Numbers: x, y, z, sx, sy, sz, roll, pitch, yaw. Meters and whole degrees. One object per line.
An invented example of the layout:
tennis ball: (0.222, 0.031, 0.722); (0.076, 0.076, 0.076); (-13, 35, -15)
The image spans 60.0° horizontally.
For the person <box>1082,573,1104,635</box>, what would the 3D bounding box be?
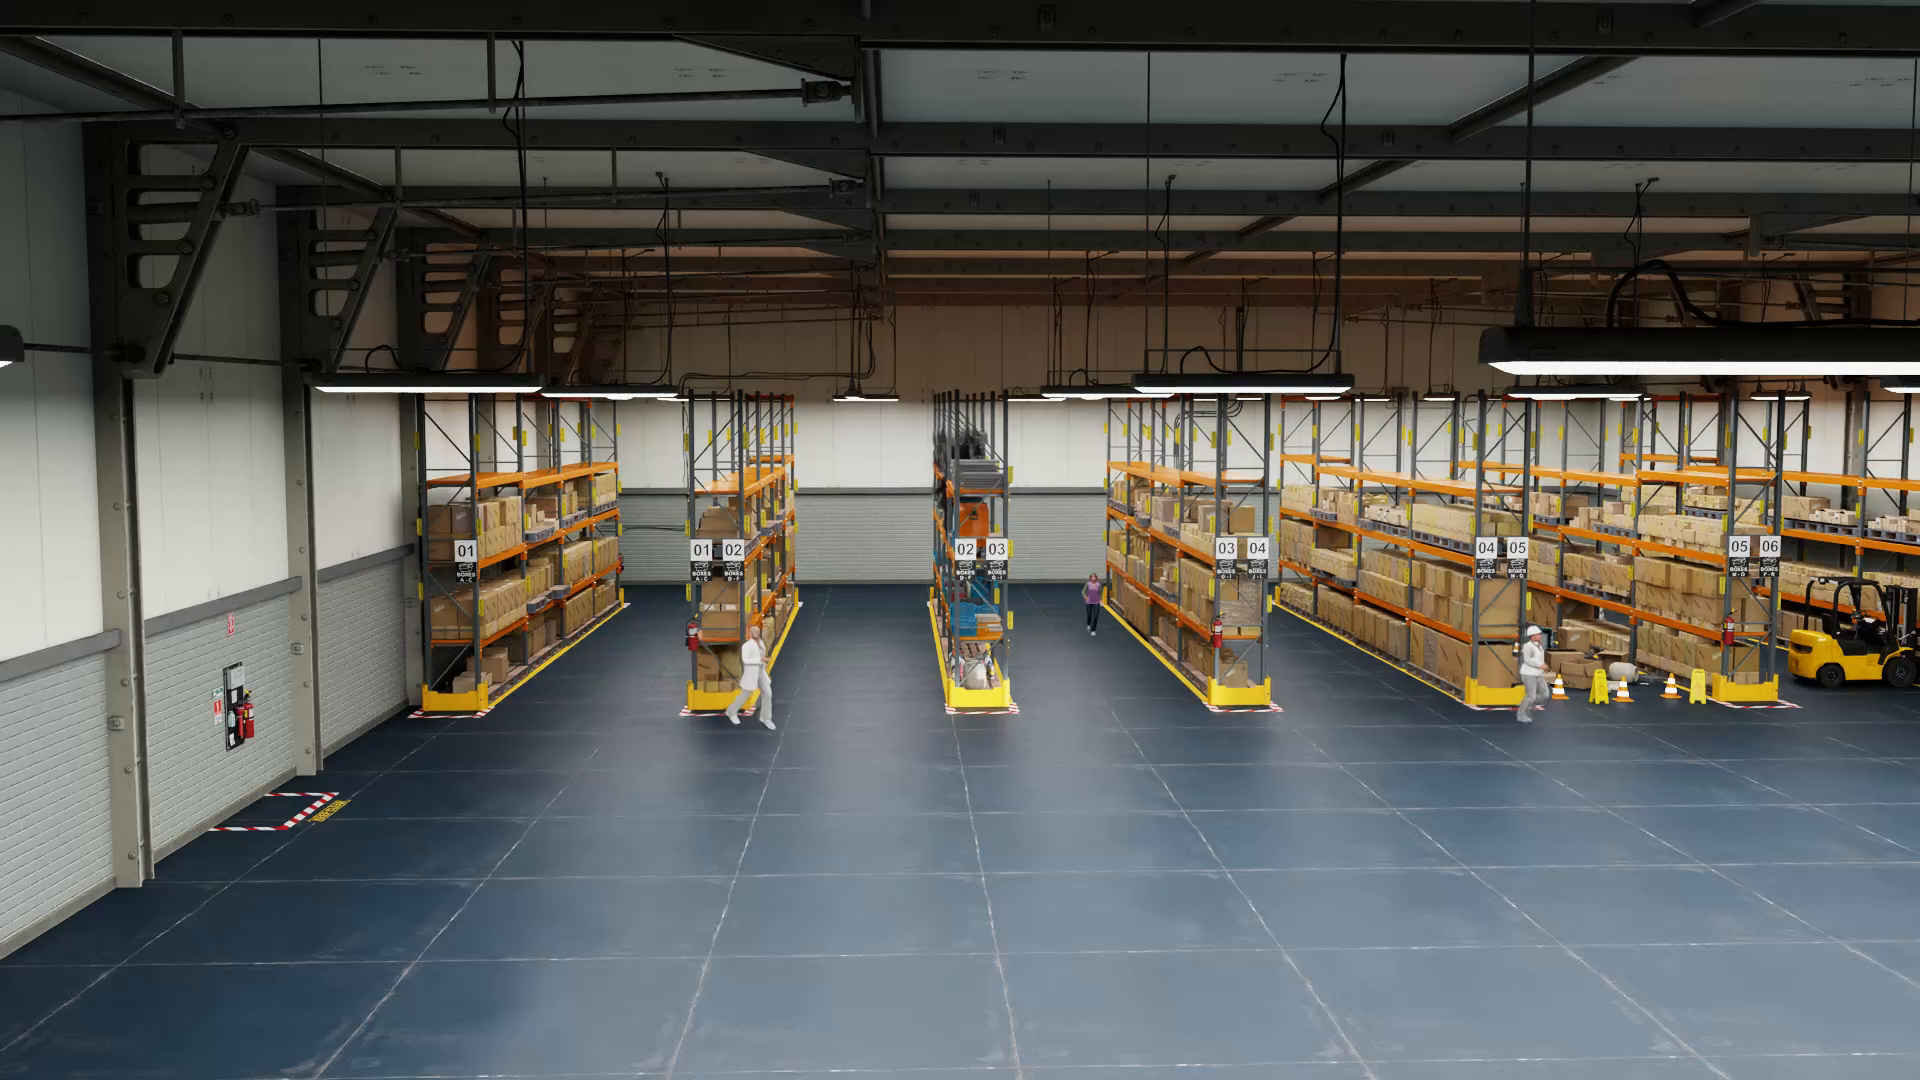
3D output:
person: (3.294, 1.588, 41.148); (0.532, 1.554, 0.546); (0, 5, -1)

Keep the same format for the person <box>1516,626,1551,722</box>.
person: (10.356, 2.411, 29.907); (0.628, 1.739, 0.683); (4, 6, 43)

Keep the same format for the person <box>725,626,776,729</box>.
person: (-3.701, 2.428, 29.544); (0.993, 1.832, 0.731); (3, 6, 34)

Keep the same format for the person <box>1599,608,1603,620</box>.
person: (16.257, 1.372, 42.417); (0.654, 1.781, 0.698); (-1, 5, -10)
